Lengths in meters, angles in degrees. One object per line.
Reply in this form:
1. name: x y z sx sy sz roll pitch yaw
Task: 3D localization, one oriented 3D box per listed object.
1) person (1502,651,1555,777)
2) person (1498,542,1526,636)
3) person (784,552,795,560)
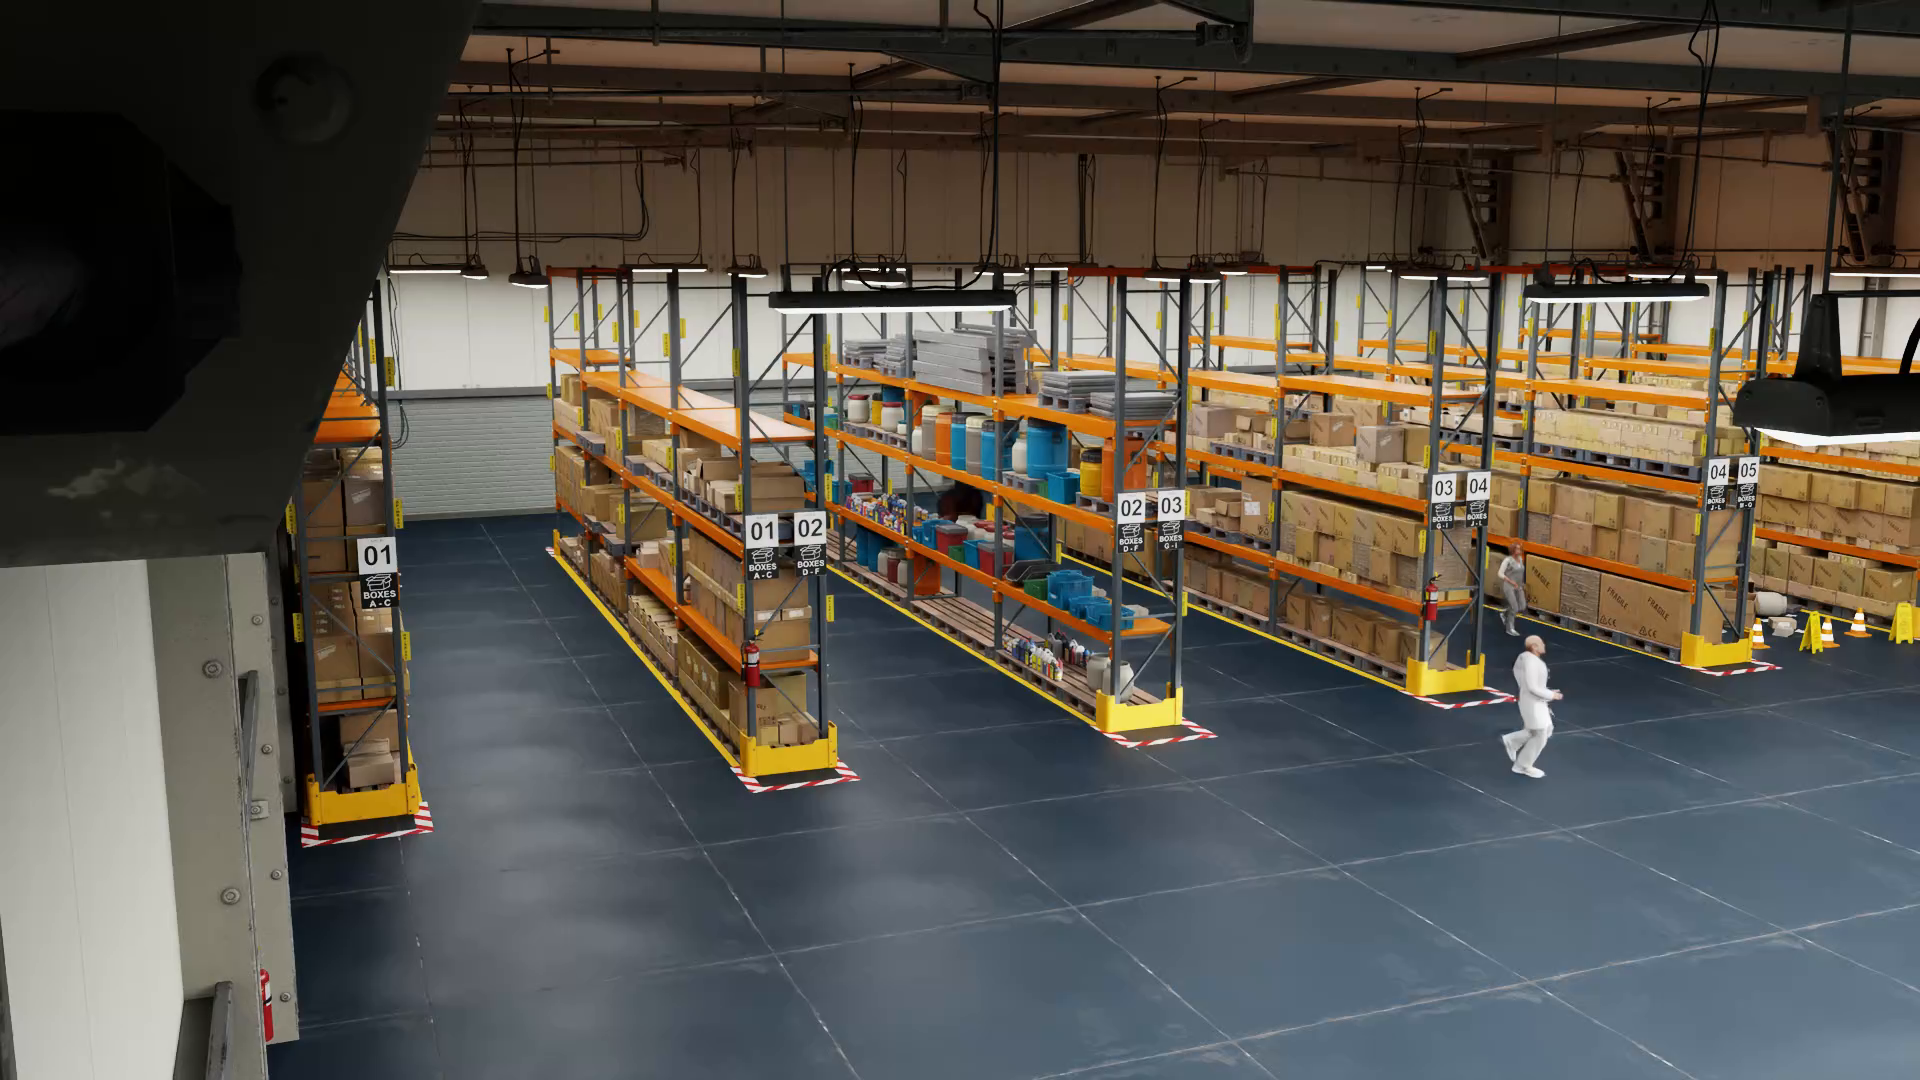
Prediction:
1. person: 6.923 2.105 20.195 0.592 1.537 0.754 2 10 14
2. person: 9.117 0.805 27.538 0.545 1.563 0.539 -5 11 -28
3. person: -2.687 0.399 27.350 0.630 1.649 0.734 -5 11 -28
